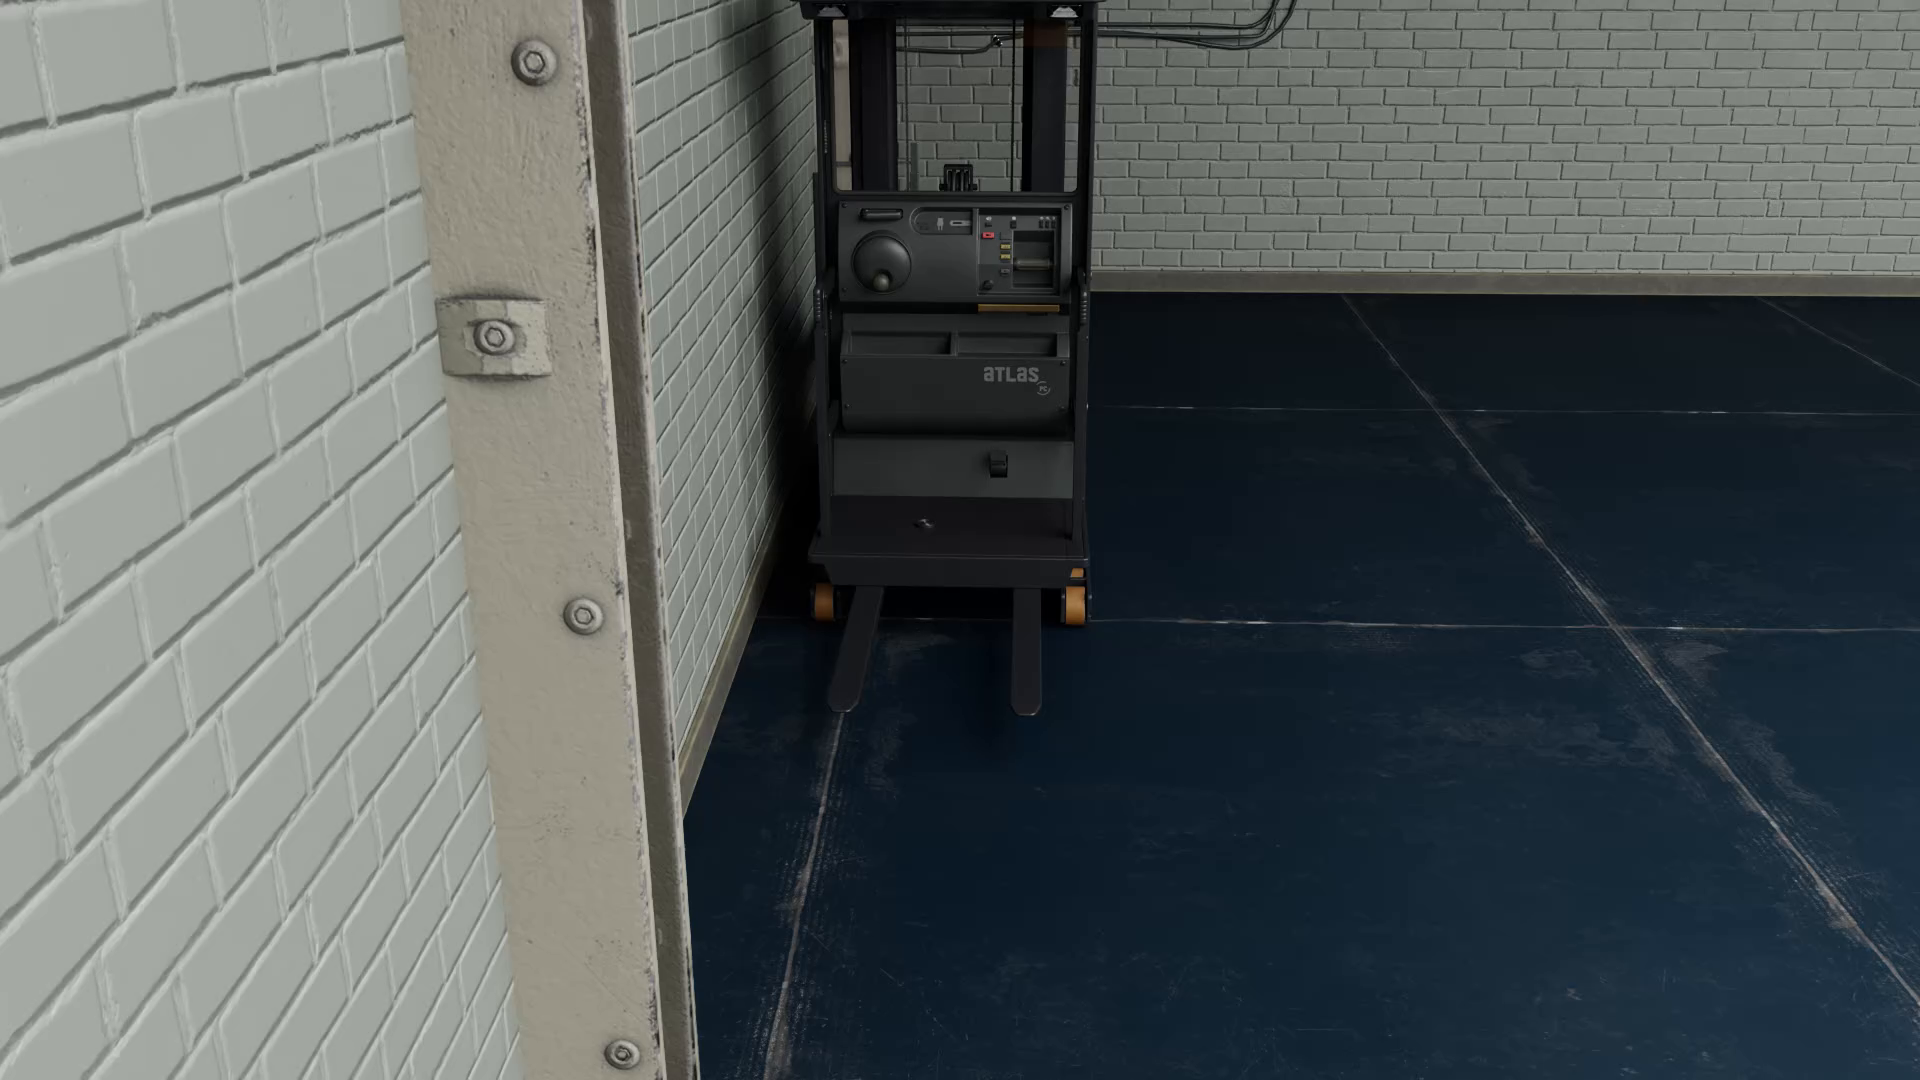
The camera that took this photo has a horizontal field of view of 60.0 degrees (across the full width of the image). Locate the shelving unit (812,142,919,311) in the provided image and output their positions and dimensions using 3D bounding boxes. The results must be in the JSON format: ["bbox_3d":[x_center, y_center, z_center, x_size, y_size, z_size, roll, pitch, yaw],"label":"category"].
[{"bbox_3d":[-0.454,-1.212,8.566,0.538,1.500,1.048,-1,21,-1],"label":"shelving unit"}]

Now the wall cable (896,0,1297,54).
[{"bbox_3d":[0.793,-4.571,11.162,3.097,2.526,0.112,1,21,2],"label":"wall cable"}]

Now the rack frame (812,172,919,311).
[{"bbox_3d":[-0.442,-1.029,8.092,0.500,1.500,0.032,-1,21,-1],"label":"rack frame"}]

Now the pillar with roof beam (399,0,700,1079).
[{"bbox_3d":[3.502,-2.751,2.180,9.100,9.000,0.400,1,21,2],"label":"pillar with roof beam"}]

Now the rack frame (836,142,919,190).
[{"bbox_3d":[-0.467,-1.395,9.040,0.500,1.500,0.032,-1,21,-1],"label":"rack frame"}]

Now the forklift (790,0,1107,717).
[{"bbox_3d":[-0.026,-1.139,6.412,1.130,2.935,3.031,1,21,2],"label":"forklift"}]

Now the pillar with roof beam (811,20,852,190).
[{"bbox_3d":[3.685,-4.921,7.771,9.100,9.000,0.400,1,21,2],"label":"pillar with roof beam"}]
